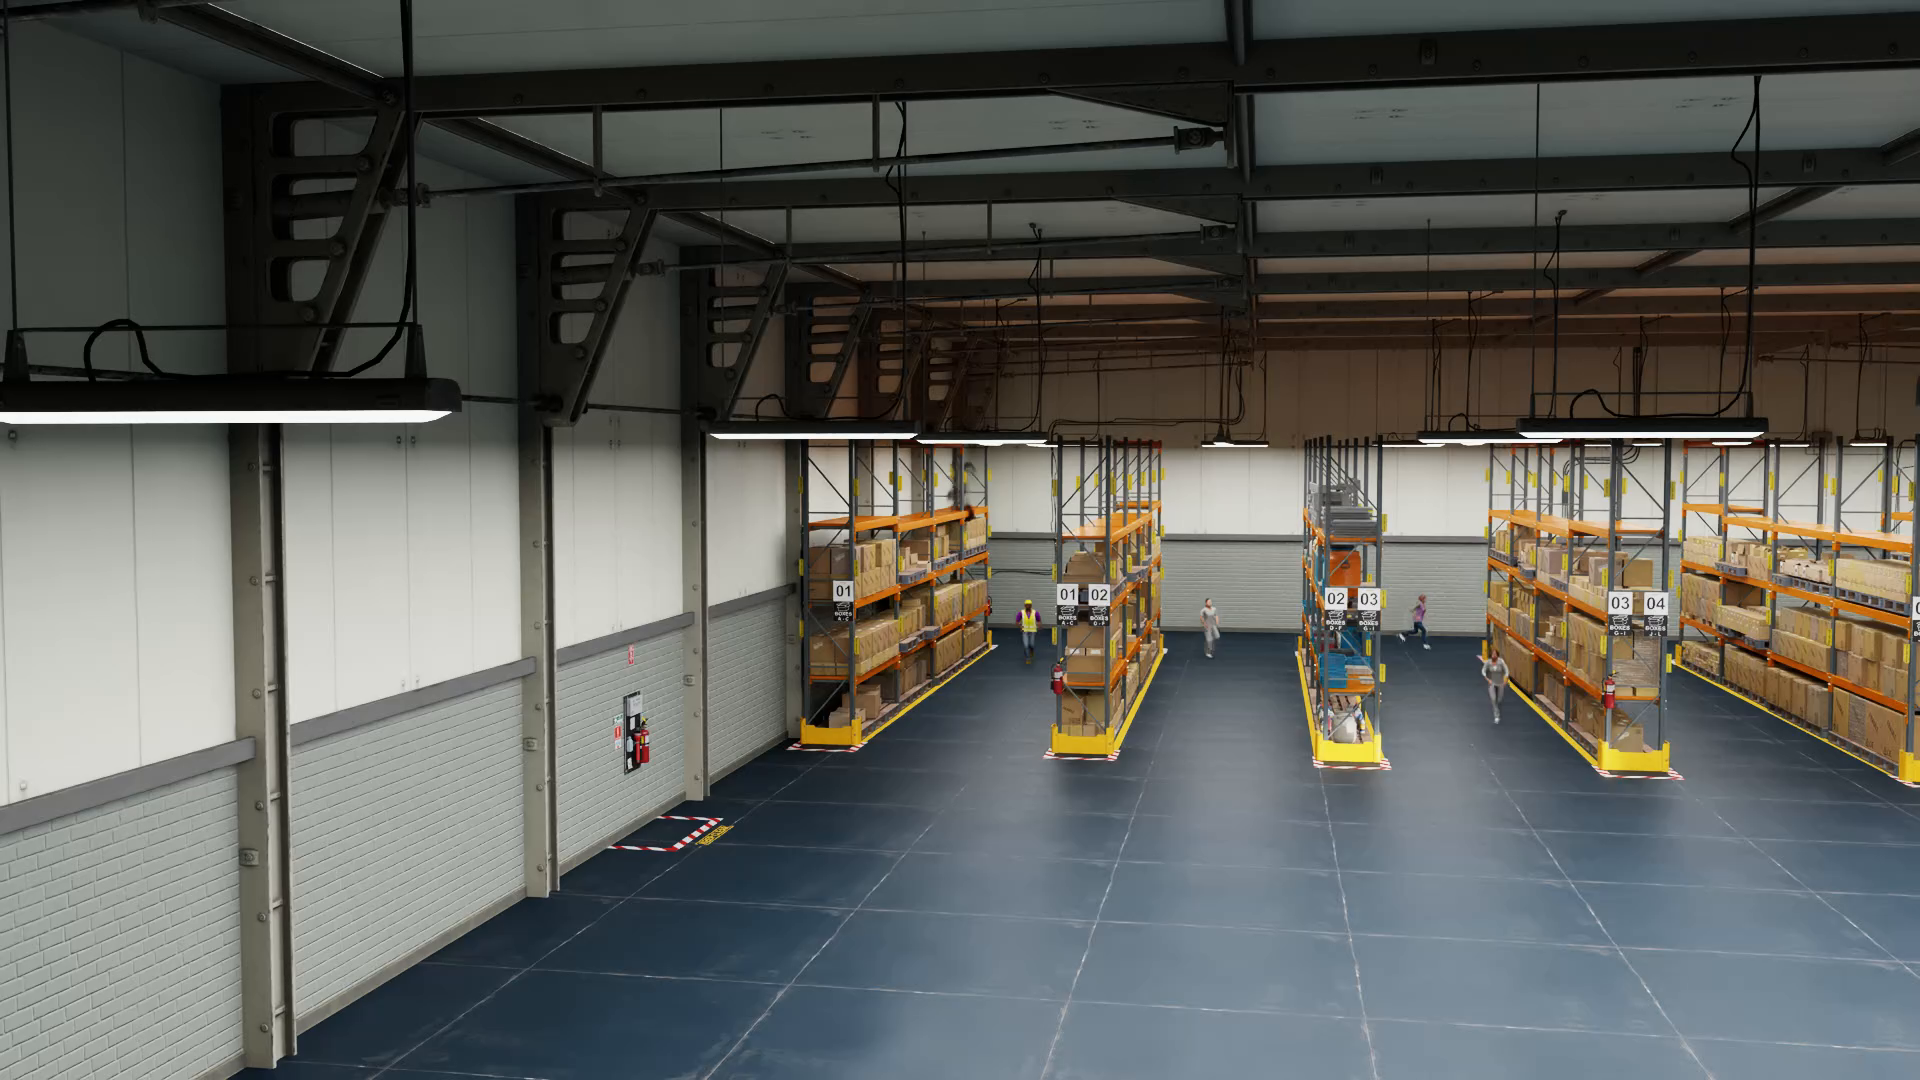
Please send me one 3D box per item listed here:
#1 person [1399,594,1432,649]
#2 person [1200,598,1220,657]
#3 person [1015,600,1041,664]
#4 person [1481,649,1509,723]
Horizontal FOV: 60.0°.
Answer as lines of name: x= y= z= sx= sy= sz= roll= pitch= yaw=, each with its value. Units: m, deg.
person: x=13.189 y=2.350 z=48.123 sx=0.966 sy=1.586 sz=0.537 roll=2 pitch=4 yaw=31
person: x=6.924 y=2.425 z=45.950 sx=0.586 sy=1.634 sz=0.546 roll=-1 pitch=3 yaw=-17
person: x=1.832 y=2.460 z=44.561 sx=0.703 sy=1.723 sz=0.587 roll=0 pitch=3 yaw=-1
person: x=11.306 y=3.067 z=35.152 sx=0.564 sy=1.568 sz=0.685 roll=1 pitch=3 yaw=13
